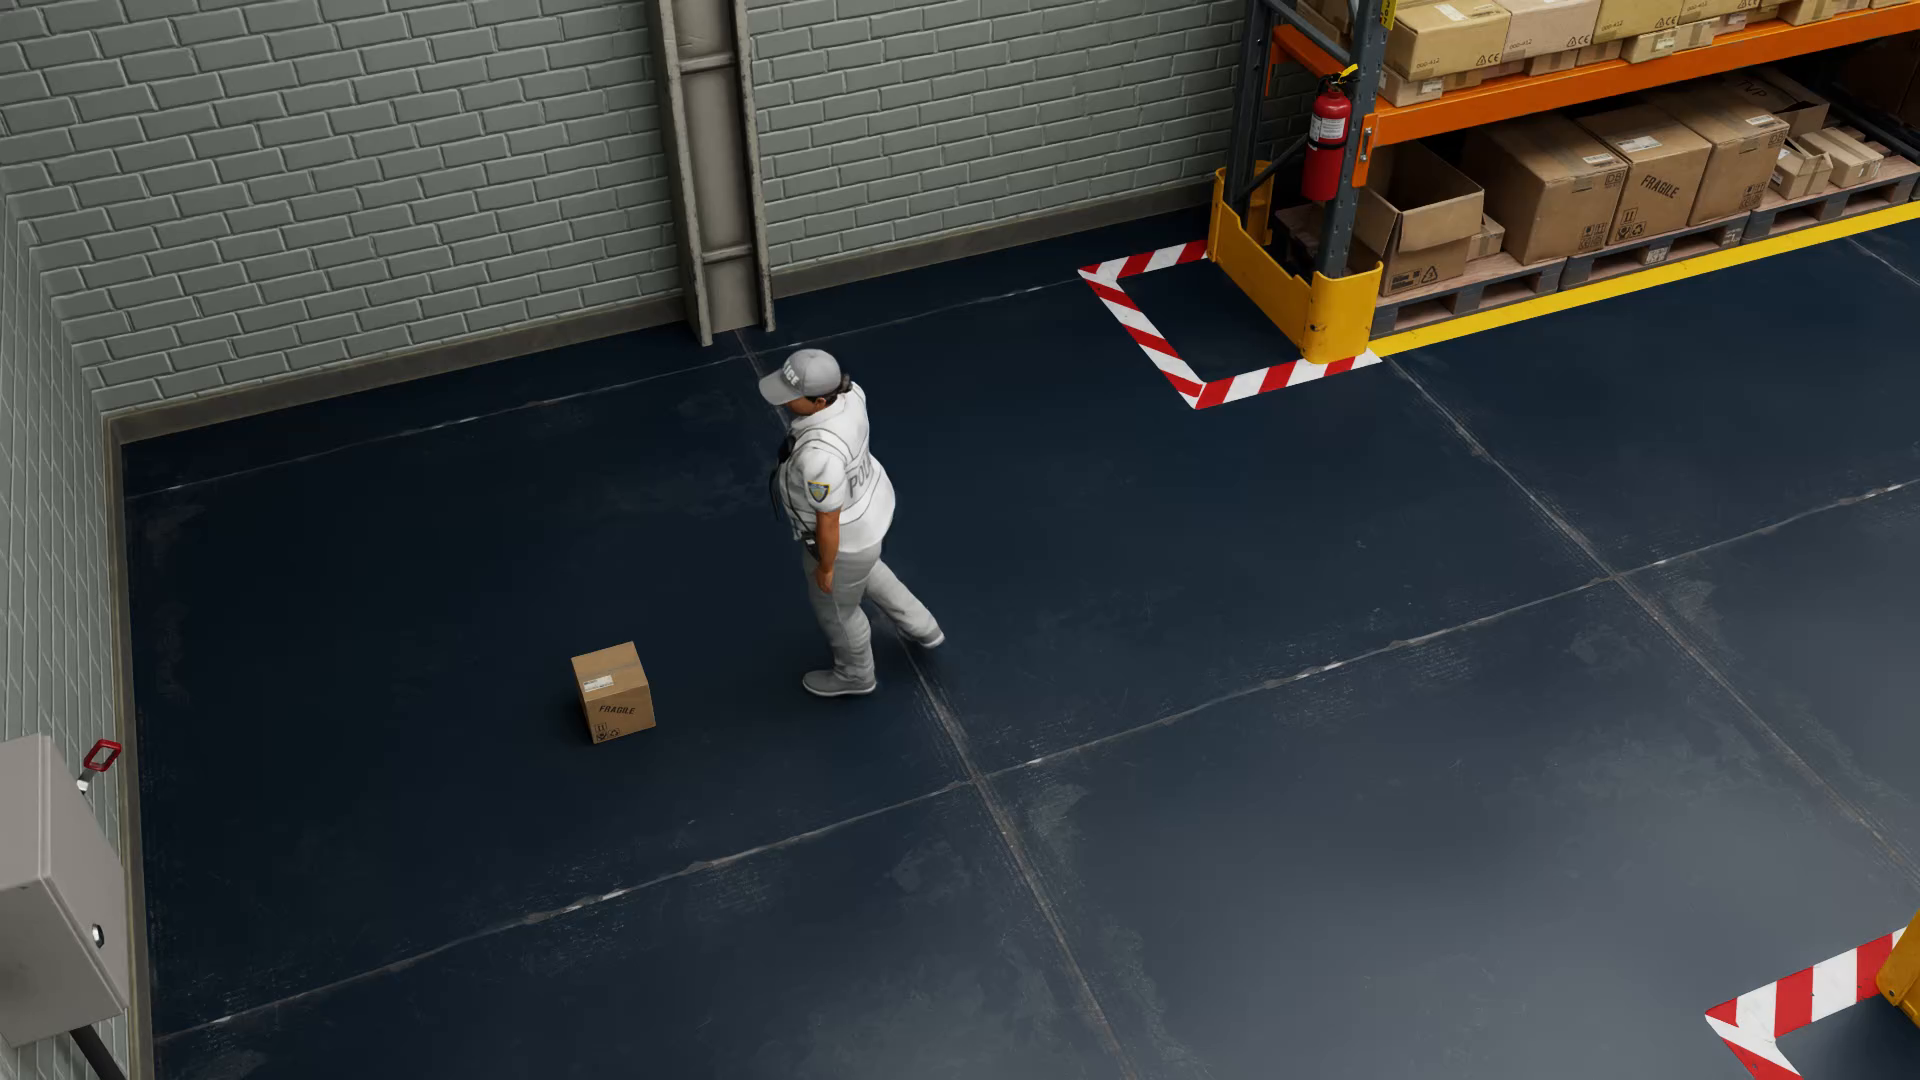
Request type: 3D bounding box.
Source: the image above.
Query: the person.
[{"bbox_3d":[-0.372,-0.050,6.210,0.594,1.661,0.553,8,43,9],"label":"person"}]
